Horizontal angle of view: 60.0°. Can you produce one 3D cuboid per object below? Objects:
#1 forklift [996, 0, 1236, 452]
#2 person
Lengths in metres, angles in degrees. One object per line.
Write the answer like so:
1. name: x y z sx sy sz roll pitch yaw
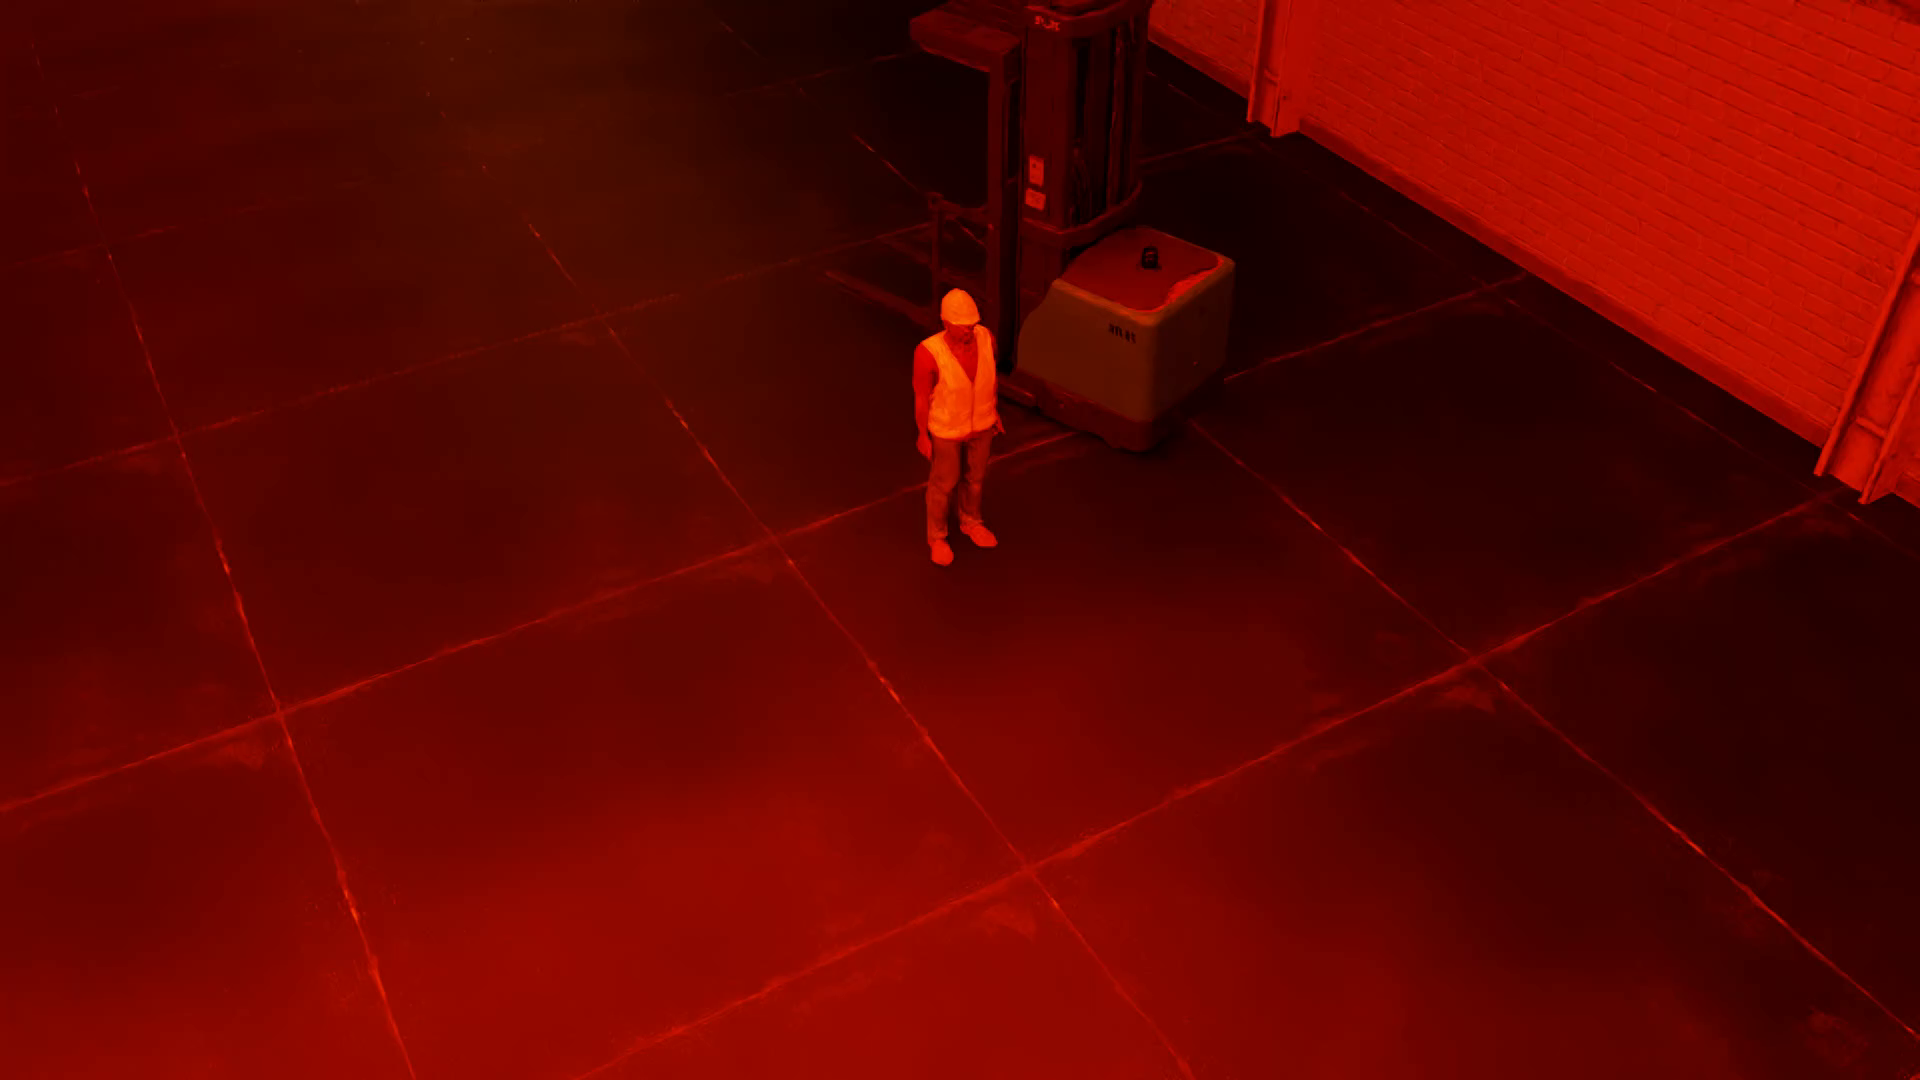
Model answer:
1. forklift: 0.784 -2.244 10.811 1.939 2.843 1.129 28 47 30
2. person: 0.008 -0.673 9.759 0.559 1.771 0.366 -20 44 -23
